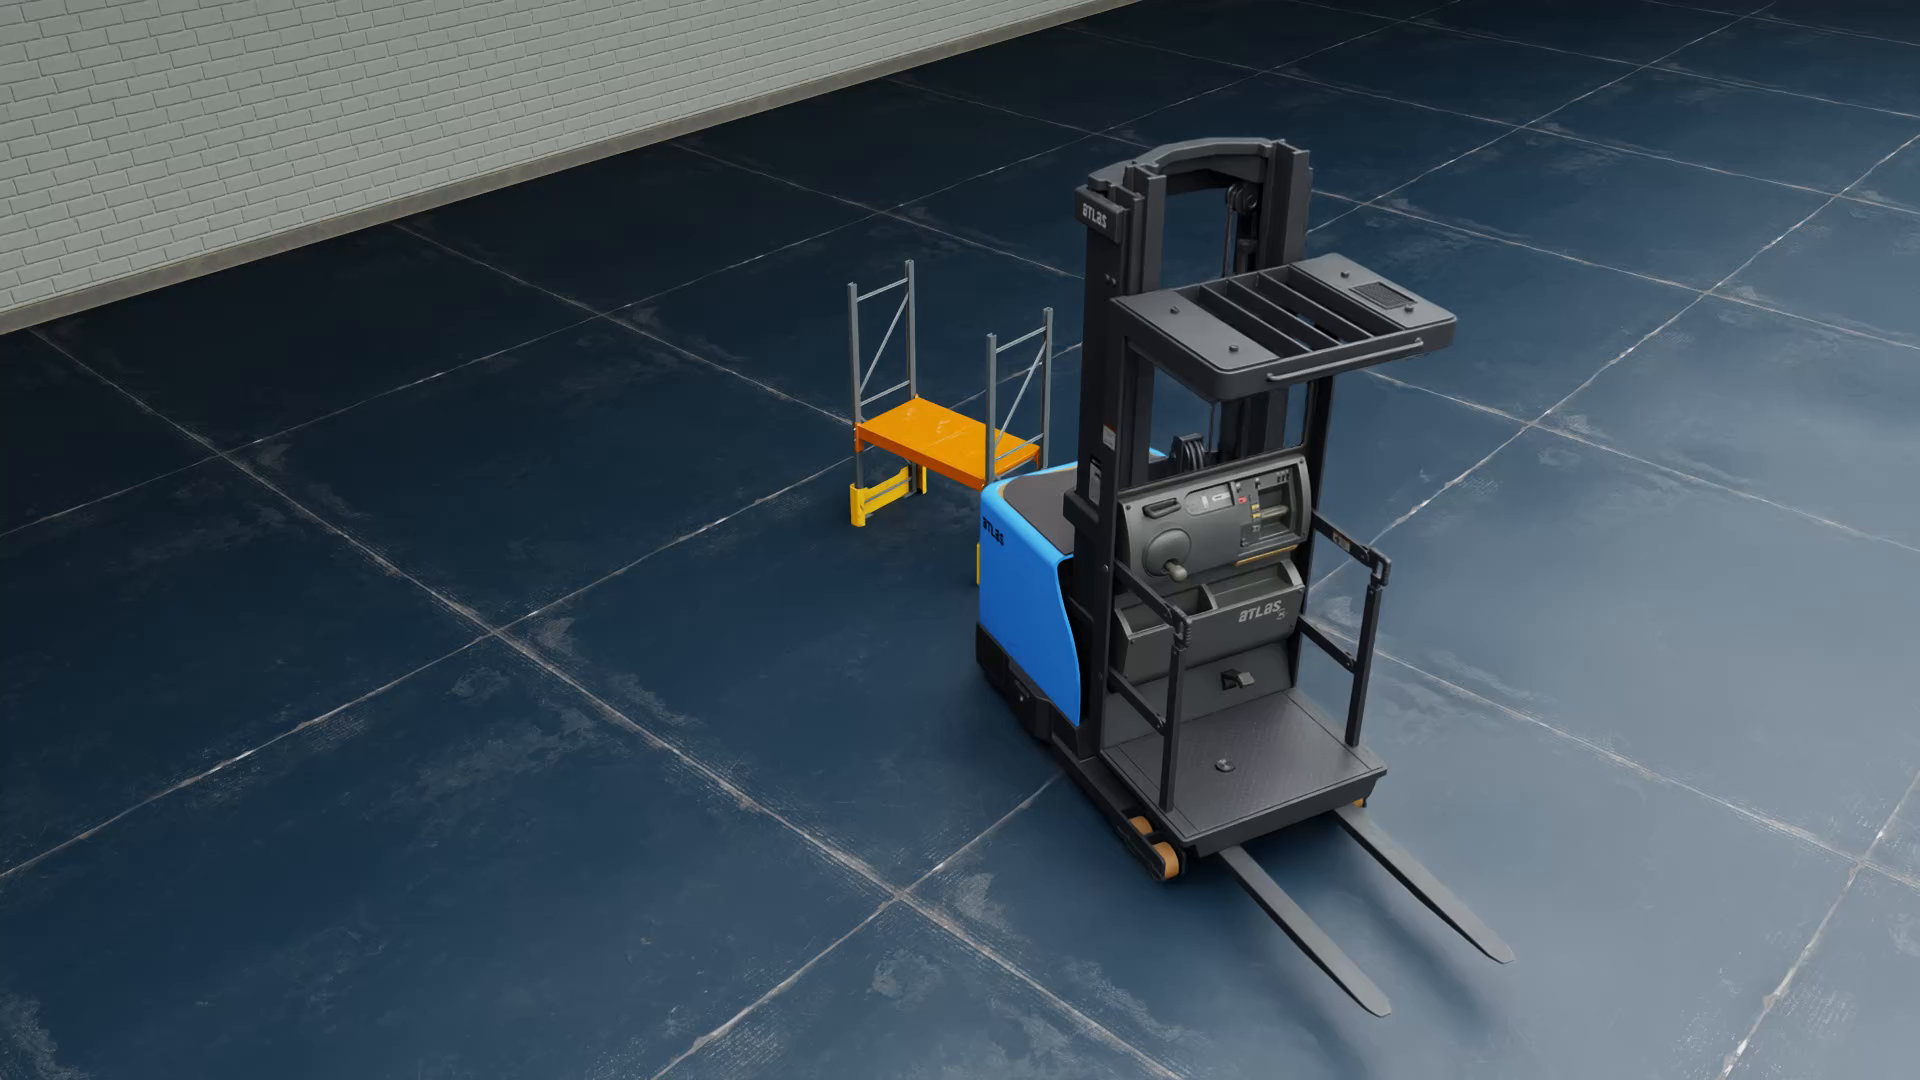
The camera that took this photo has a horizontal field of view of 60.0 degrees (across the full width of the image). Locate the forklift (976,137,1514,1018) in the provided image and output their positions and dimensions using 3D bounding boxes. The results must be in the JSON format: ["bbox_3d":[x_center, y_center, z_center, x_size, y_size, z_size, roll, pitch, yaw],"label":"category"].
[{"bbox_3d":[1.197,-0.038,6.916,1.130,2.935,3.031,-15,34,-23],"label":"forklift"}]

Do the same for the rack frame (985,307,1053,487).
[{"bbox_3d":[0.314,-0.496,9.064,0.032,1.500,0.500,25,39,35],"label":"rack frame"}]

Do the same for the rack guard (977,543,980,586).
[{"bbox_3d":[0.313,0.039,9.388,0.087,0.250,0.587,25,39,35],"label":"rack guard"}]

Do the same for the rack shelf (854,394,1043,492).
[{"bbox_3d":[-0.063,-0.518,9.449,1.000,0.185,0.538,25,39,35],"label":"rack shelf"}]

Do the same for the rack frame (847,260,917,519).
[{"bbox_3d":[-0.440,-0.848,9.649,0.032,1.500,0.500,25,39,35],"label":"rack frame"}]

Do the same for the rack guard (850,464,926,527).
[{"bbox_3d":[-0.426,-0.306,9.960,0.087,0.250,0.587,25,39,35],"label":"rack guard"}]

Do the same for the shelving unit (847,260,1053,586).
[{"bbox_3d":[-0.057,-0.669,9.352,1.083,1.500,0.587,25,39,35],"label":"shelving unit"}]
